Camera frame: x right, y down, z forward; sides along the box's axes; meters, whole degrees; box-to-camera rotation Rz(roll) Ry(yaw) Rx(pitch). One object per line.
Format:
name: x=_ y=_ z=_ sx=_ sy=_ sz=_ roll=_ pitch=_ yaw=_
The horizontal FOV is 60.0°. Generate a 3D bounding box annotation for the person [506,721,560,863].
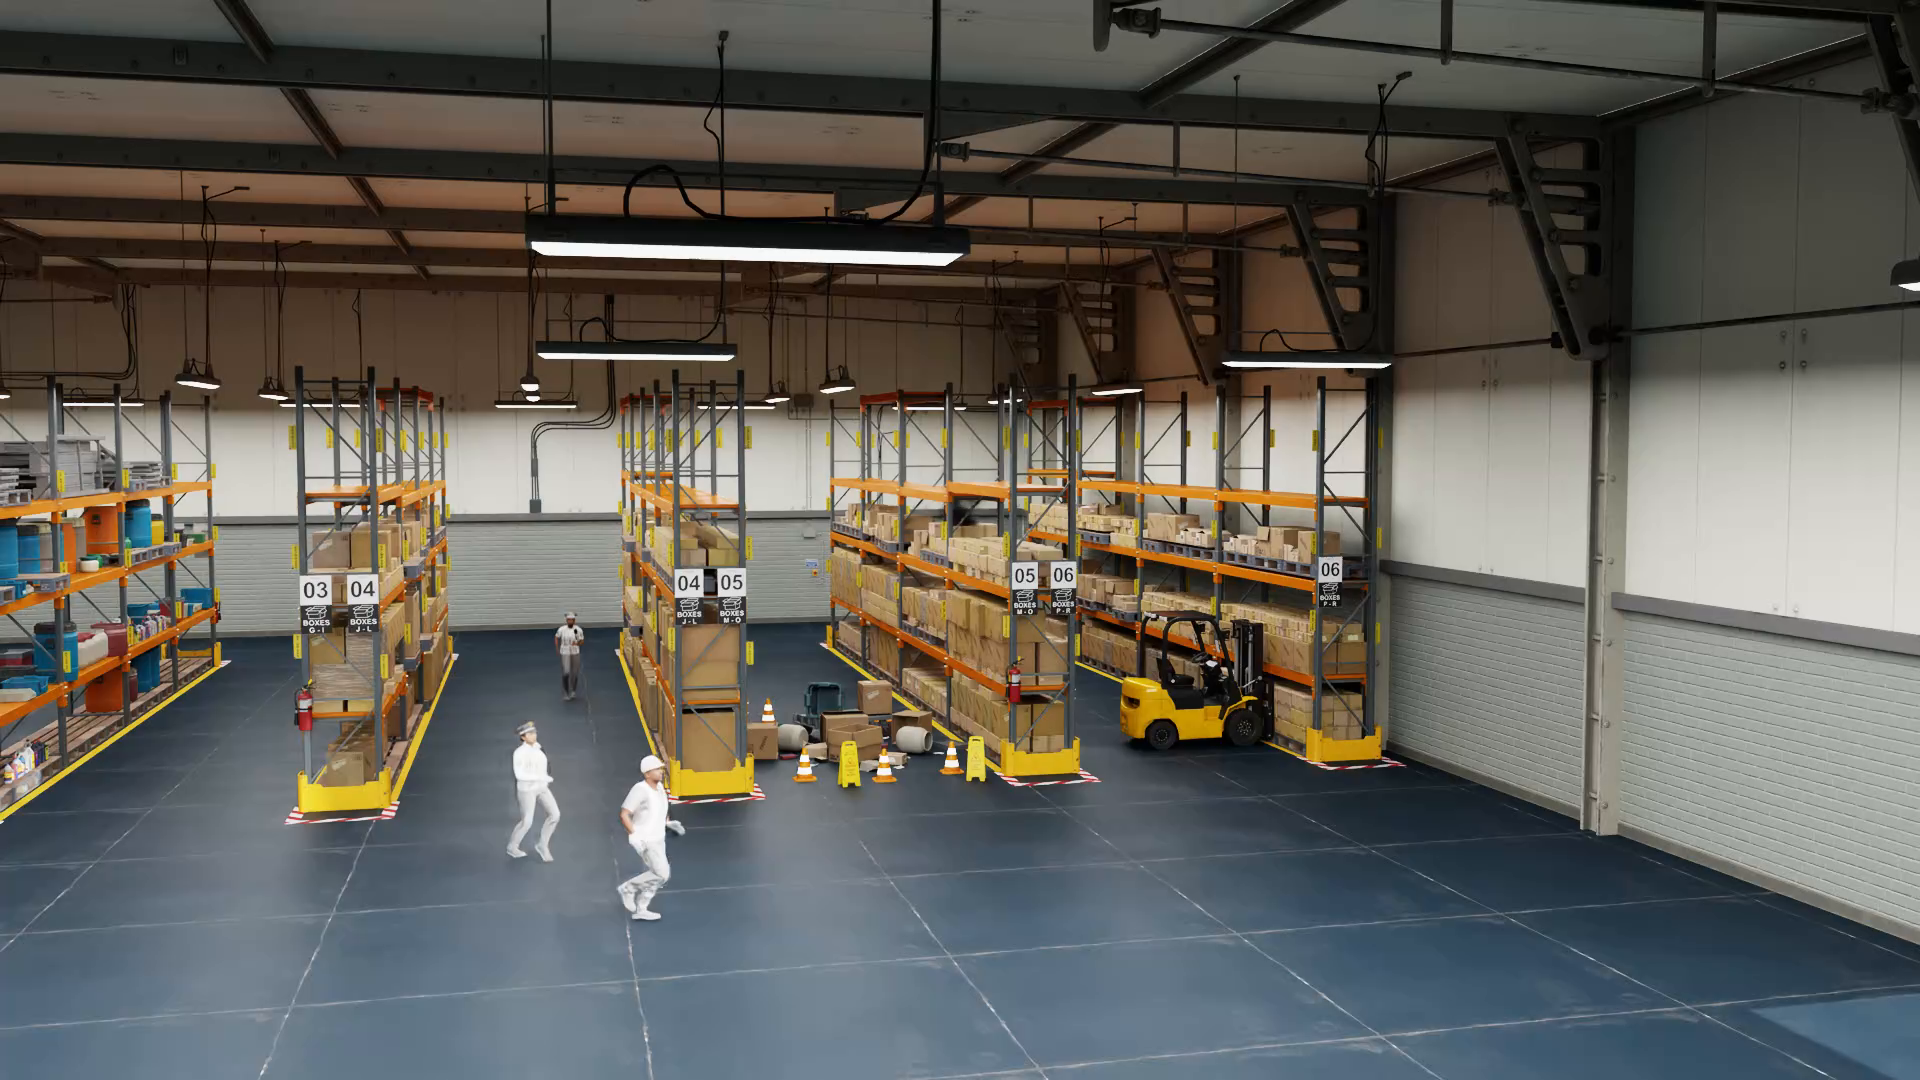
person: x=-5.086 y=2.998 z=19.798 sx=0.706 sy=1.708 sz=0.616 roll=2 pitch=4 yaw=27

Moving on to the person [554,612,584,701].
person: x=-7.529 y=2.246 z=32.114 sx=0.542 sy=1.733 sz=0.705 roll=-1 pitch=4 yaw=-19

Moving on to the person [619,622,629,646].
person: x=-7.898 y=1.741 z=40.359 sx=0.772 sy=1.698 sz=0.878 roll=-1 pitch=4 yaw=-15

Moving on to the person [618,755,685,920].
person: x=-3.222 y=3.104 z=17.308 sx=0.635 sy=1.727 sz=0.684 roll=1 pitch=4 yaw=14
